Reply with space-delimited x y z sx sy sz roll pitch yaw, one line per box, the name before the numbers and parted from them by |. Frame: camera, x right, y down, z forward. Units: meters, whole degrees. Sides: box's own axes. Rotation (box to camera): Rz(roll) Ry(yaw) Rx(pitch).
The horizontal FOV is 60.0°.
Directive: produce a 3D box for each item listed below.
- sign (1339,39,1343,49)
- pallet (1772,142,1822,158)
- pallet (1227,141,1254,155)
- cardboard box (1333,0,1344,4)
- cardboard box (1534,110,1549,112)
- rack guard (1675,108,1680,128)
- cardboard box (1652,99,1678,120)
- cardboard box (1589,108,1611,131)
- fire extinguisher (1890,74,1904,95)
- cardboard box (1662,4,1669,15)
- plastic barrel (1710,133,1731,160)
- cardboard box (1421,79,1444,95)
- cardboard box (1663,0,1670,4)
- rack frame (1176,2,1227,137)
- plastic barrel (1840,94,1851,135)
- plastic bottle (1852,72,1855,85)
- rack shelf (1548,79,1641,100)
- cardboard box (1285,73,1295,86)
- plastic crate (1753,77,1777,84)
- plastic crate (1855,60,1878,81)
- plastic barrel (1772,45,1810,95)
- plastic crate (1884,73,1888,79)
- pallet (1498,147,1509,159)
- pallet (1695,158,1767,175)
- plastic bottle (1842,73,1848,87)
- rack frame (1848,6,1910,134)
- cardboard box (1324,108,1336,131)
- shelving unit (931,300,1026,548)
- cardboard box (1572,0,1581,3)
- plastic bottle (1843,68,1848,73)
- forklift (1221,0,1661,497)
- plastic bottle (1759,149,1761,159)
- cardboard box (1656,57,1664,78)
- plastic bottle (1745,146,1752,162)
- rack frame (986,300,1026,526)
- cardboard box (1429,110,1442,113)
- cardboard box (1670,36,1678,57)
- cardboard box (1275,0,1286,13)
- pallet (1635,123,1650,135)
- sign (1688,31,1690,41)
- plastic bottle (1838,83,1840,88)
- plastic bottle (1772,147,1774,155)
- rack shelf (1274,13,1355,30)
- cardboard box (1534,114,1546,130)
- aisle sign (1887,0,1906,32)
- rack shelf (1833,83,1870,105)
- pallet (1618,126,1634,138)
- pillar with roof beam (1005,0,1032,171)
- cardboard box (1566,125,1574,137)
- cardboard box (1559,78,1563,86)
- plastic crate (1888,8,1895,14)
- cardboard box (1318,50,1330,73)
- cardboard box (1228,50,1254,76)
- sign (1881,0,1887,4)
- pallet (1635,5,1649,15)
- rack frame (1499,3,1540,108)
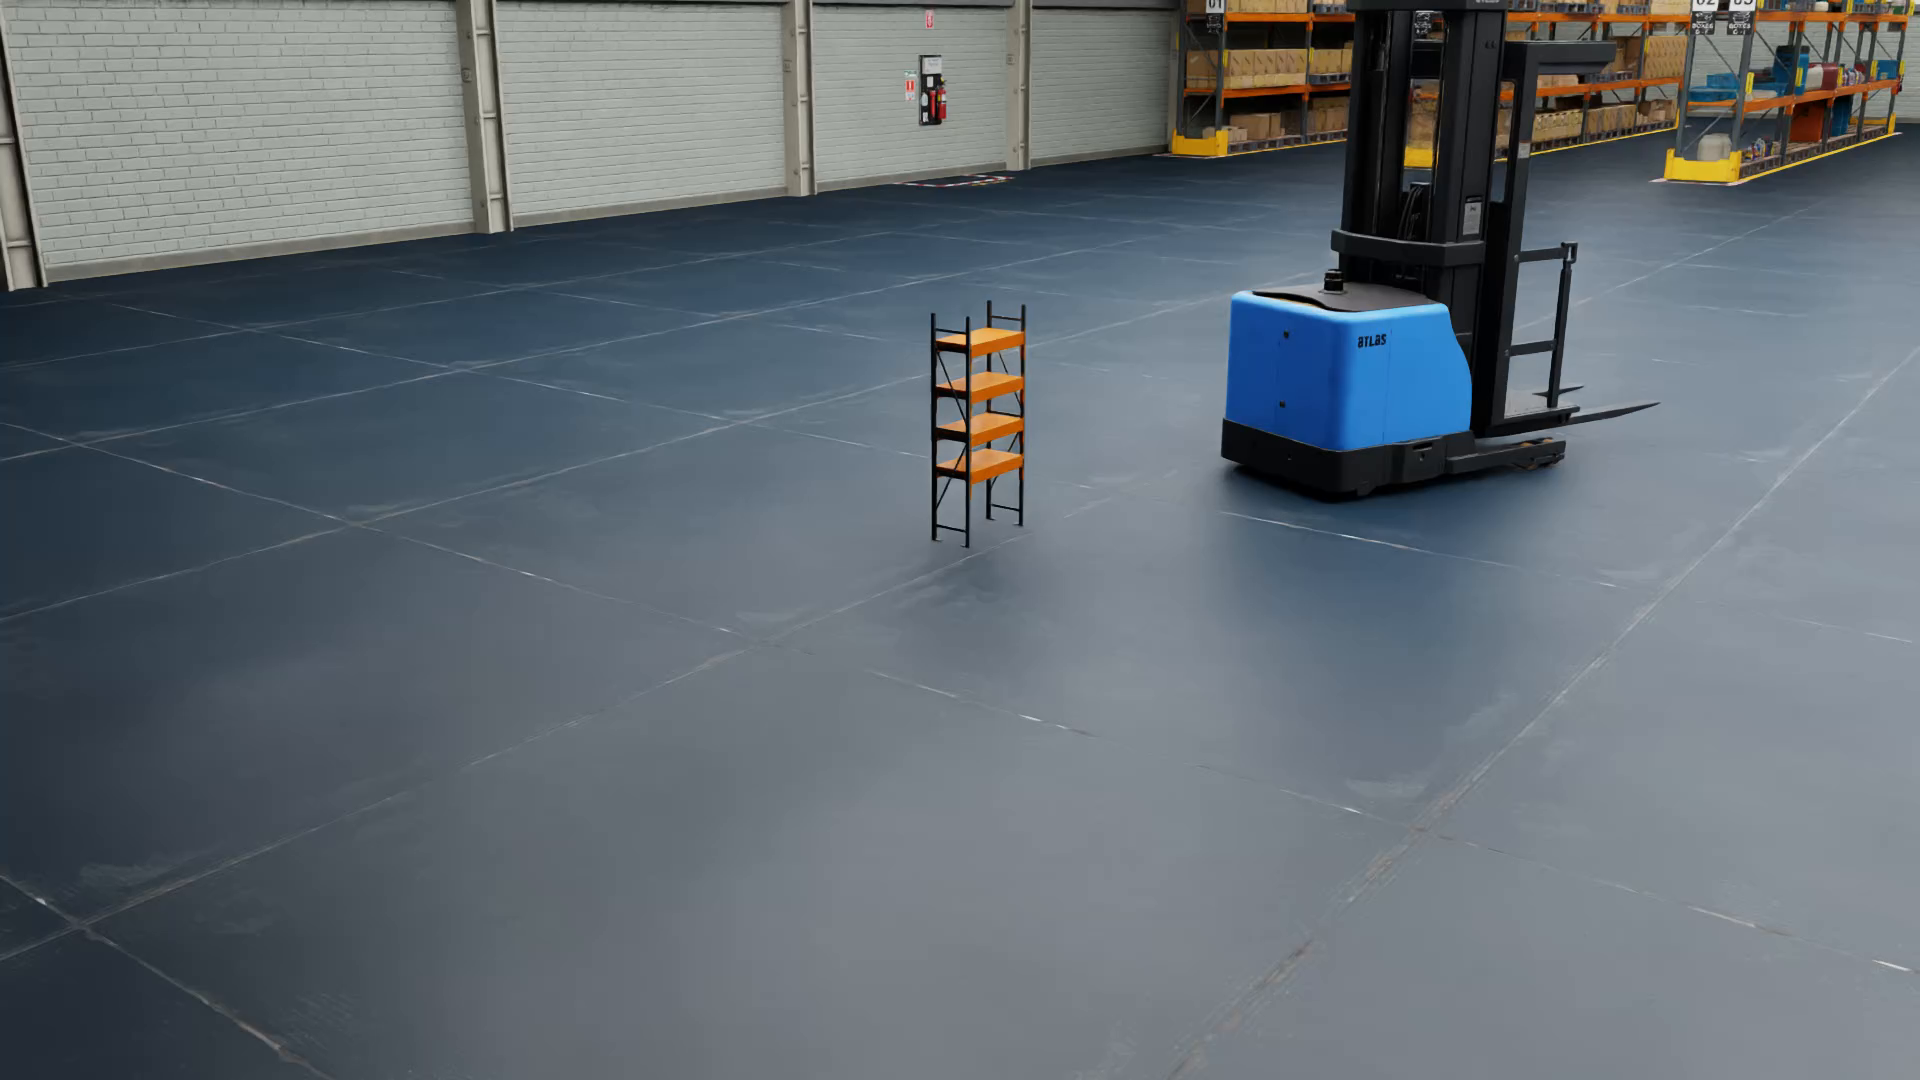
sign | 9.242 -11.982 40.319 0.100 0.325 0.005 12 21 35
pallet | 17.153 -8.072 34.381 1.003 0.211 1.213 12 21 35
pallet | 5.481 -8.300 35.116 1.003 0.211 1.213 12 21 35
cardboard box | 8.431 -12.470 37.907 0.500 0.500 0.500 12 21 33
cardboard box | 12.816 -9.413 36.982 0.500 0.311 0.500 12 21 33
rack guard | 18.392 -11.151 43.810 1.175 0.500 0.348 12 21 35
cardboard box | 18.311 -11.206 43.246 0.500 0.500 0.500 12 21 35
cardboard box | 14.781 -9.776 38.640 0.500 0.500 0.500 12 21 34
fire extinguisher | 22.868 -11.227 40.600 0.296 0.674 0.183 12 21 35
cardboard box | 17.142 -13.081 41.003 0.500 0.250 0.500 12 21 35
plastic barrel | 13.509 -6.978 29.644 0.421 0.512 0.421 0 17 0
cardboard box | 9.192 -8.709 31.562 0.700 0.500 0.500 12 21 35
cardboard box | 17.147 -13.318 40.926 0.500 0.250 0.500 12 21 35
rack frame | 4.923 -9.427 34.042 1.000 3.000 0.127 12 21 35
plastic barrel | 19.692 -9.606 37.449 0.600 0.901 0.708 12 21 35
plastic bottle | 19.536 -10.117 36.473 0.152 0.276 0.135 12 21 35
rack shelf | 14.862 -10.590 39.002 1.077 0.370 4.000 12 21 35
cardboard box | 6.964 -10.034 36.216 0.500 0.250 0.500 13 21 35
plastic crate | 14.849 -8.497 31.152 0.767 0.338 0.504 12 21 35
plastic crate | 20.763 -10.762 38.132 0.402 0.464 0.583 12 21 35
plastic barrel | 15.736 -8.907 31.522 0.600 0.901 0.708 12 21 35
plastic crate | 22.072 -11.163 39.978 0.396 0.136 0.243 12 21 35
pallet | 10.779 -7.991 34.121 1.003 0.211 1.213 12 21 35
pallet | 14.103 -6.853 30.455 1.003 0.211 1.213 12 21 35
plastic bottle | 18.990 -9.898 35.770 0.152 0.276 0.135 12 21 35
rack frame | 22.413 -11.487 40.676 1.000 3.000 0.127 12 21 35
cardboard box | 8.336 -9.820 38.782 0.700 0.500 0.500 13 21 35
shelving unit | 0.099 -0.612 8.693 0.258 1.200 0.503 12 21 35
cardboard box | 13.147 -11.773 36.084 0.500 0.250 0.500 13 22 36
plastic bottle | 19.519 -10.215 36.664 0.144 0.351 0.185 12 21 35
forklift | 3.124 -1.948 10.075 3.031 2.935 1.130 -10 20 -29
plastic bottle | 14.655 -7.105 30.540 0.097 0.201 0.097 0 17 0
cardboard box | 17.179 -11.773 41.427 0.500 0.500 0.500 12 21 34
plastic bottle | 14.210 -6.960 29.957 0.097 0.271 0.097 0 17 0
rack frame | 0.244 -0.671 8.880 0.240 1.200 0.015 12 21 35
cardboard box | 9.568 -8.219 32.816 0.500 0.500 0.500 12 21 35
cardboard box | 17.787 -12.489 42.048 0.500 0.500 0.500 13 22 36
cardboard box | 6.593 -11.448 35.292 0.500 0.500 0.500 11 21 33
pallet | 16.464 -10.242 41.369 1.003 0.211 1.213 12 21 35
sign | 18.871 -12.964 42.948 0.100 0.325 0.005 12 21 35
plastic bottle | 18.556 -9.706 35.137 0.061 0.283 0.133 12 21 35
plastic bottle | 15.297 -7.361 31.366 0.097 0.201 0.097 0 17 0
rack shelf | 8.498 -11.945 38.305 1.077 0.370 4.000 12 21 35
cardboard box | 12.036 -8.833 35.112 0.500 0.311 0.500 12 21 34
aisle sign | 22.691 -12.694 40.179 0.394 0.787 0.004 12 21 35
rack shelf | 18.838 -9.714 36.181 1.077 0.370 4.000 12 21 35
pallet | 15.599 -9.878 40.198 1.003 0.211 1.213 12 21 35
pillar with roof beam | 4.528 -10.422 27.129 9.100 9.000 0.400 12 21 35
cardboard box | 13.248 -9.053 36.767 0.500 0.250 0.500 12 21 34
cardboard box | 12.956 -10.024 36.389 0.380 0.149 0.250 14 22 39
plastic crate | 21.381 -12.257 38.544 0.437 0.136 0.530 12 21 35
cardboard box | 7.976 -10.884 37.825 0.700 0.500 0.500 15 23 40
cardboard box | 5.751 -9.899 34.518 0.500 0.500 0.500 12 21 35
sign | 20.470 -11.873 36.847 0.100 0.325 0.005 12 21 35
pallet | 15.609 -12.610 39.552 1.213 0.211 1.003 12 21 35
rack frame | 11.287 -9.505 34.294 1.000 3.000 0.127 12 21 35
